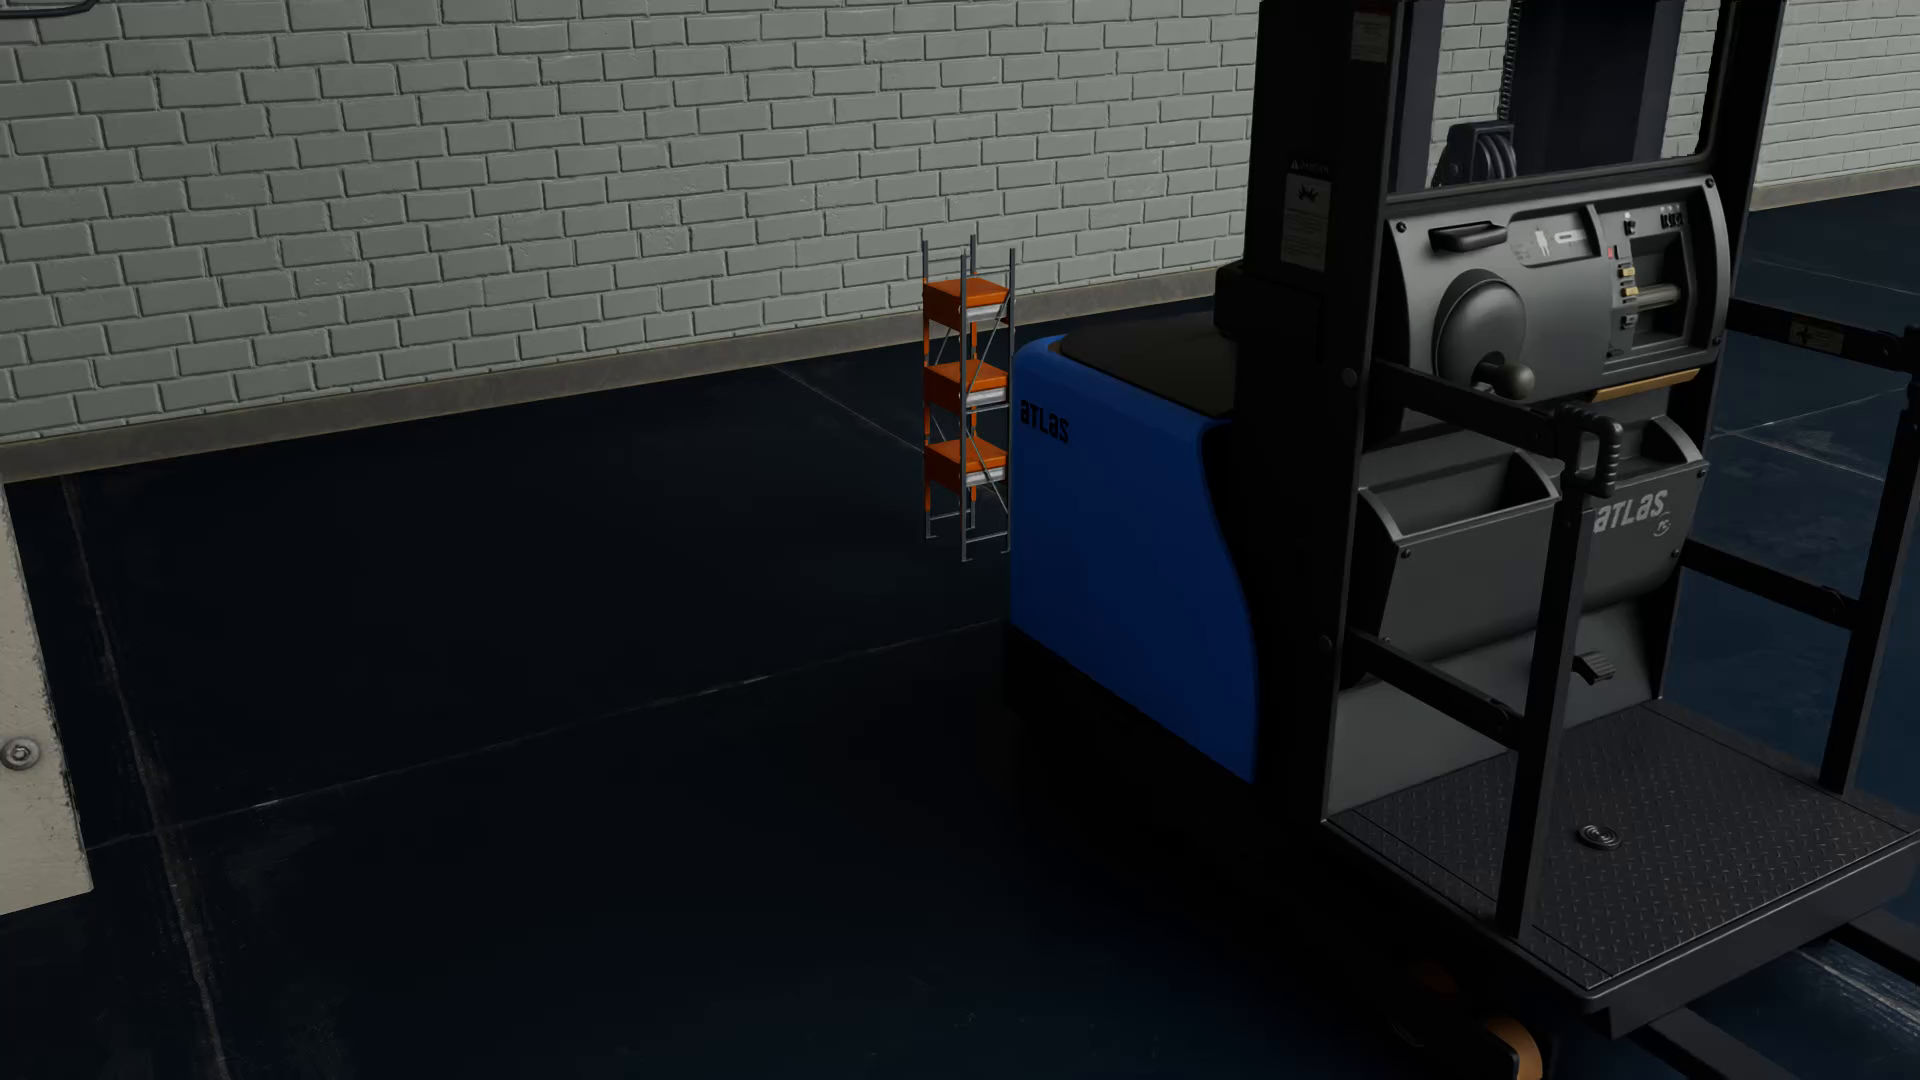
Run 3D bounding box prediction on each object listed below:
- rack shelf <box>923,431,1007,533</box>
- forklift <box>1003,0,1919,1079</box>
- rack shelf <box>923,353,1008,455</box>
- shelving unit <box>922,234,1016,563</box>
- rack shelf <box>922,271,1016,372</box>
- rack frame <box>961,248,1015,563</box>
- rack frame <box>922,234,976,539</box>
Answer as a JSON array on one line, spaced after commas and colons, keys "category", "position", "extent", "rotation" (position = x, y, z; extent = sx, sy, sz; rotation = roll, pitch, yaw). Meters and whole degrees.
[{"category": "rack shelf", "position": [0.027, -0.202, 5.680], "extent": [0.215, 0.259, 0.240], "rotation": [-13, 25, -28]}, {"category": "forklift", "position": [1.308, -0.484, 3.110], "extent": [1.130, 2.935, 3.031], "rotation": [-13, 25, -29]}, {"category": "rack shelf", "position": [0.027, -0.459, 5.575], "extent": [0.215, 0.259, 0.240], "rotation": [-13, 25, -28]}, {"category": "shelving unit", "position": [0.027, -0.469, 5.571], "extent": [0.215, 1.050, 0.252], "rotation": [-13, 25, -28]}, {"category": "rack shelf", "position": [0.027, -0.722, 5.468], "extent": [0.215, 0.259, 0.240], "rotation": [-13, 25, -28]}, {"category": "rack frame", "position": [0.090, -0.430, 5.474], "extent": [0.200, 1.050, 0.008], "rotation": [-13, 25, -28]}, {"category": "rack frame", "position": [-0.035, -0.509, 5.668], "extent": [0.200, 1.050, 0.008], "rotation": [-13, 25, -28]}]
